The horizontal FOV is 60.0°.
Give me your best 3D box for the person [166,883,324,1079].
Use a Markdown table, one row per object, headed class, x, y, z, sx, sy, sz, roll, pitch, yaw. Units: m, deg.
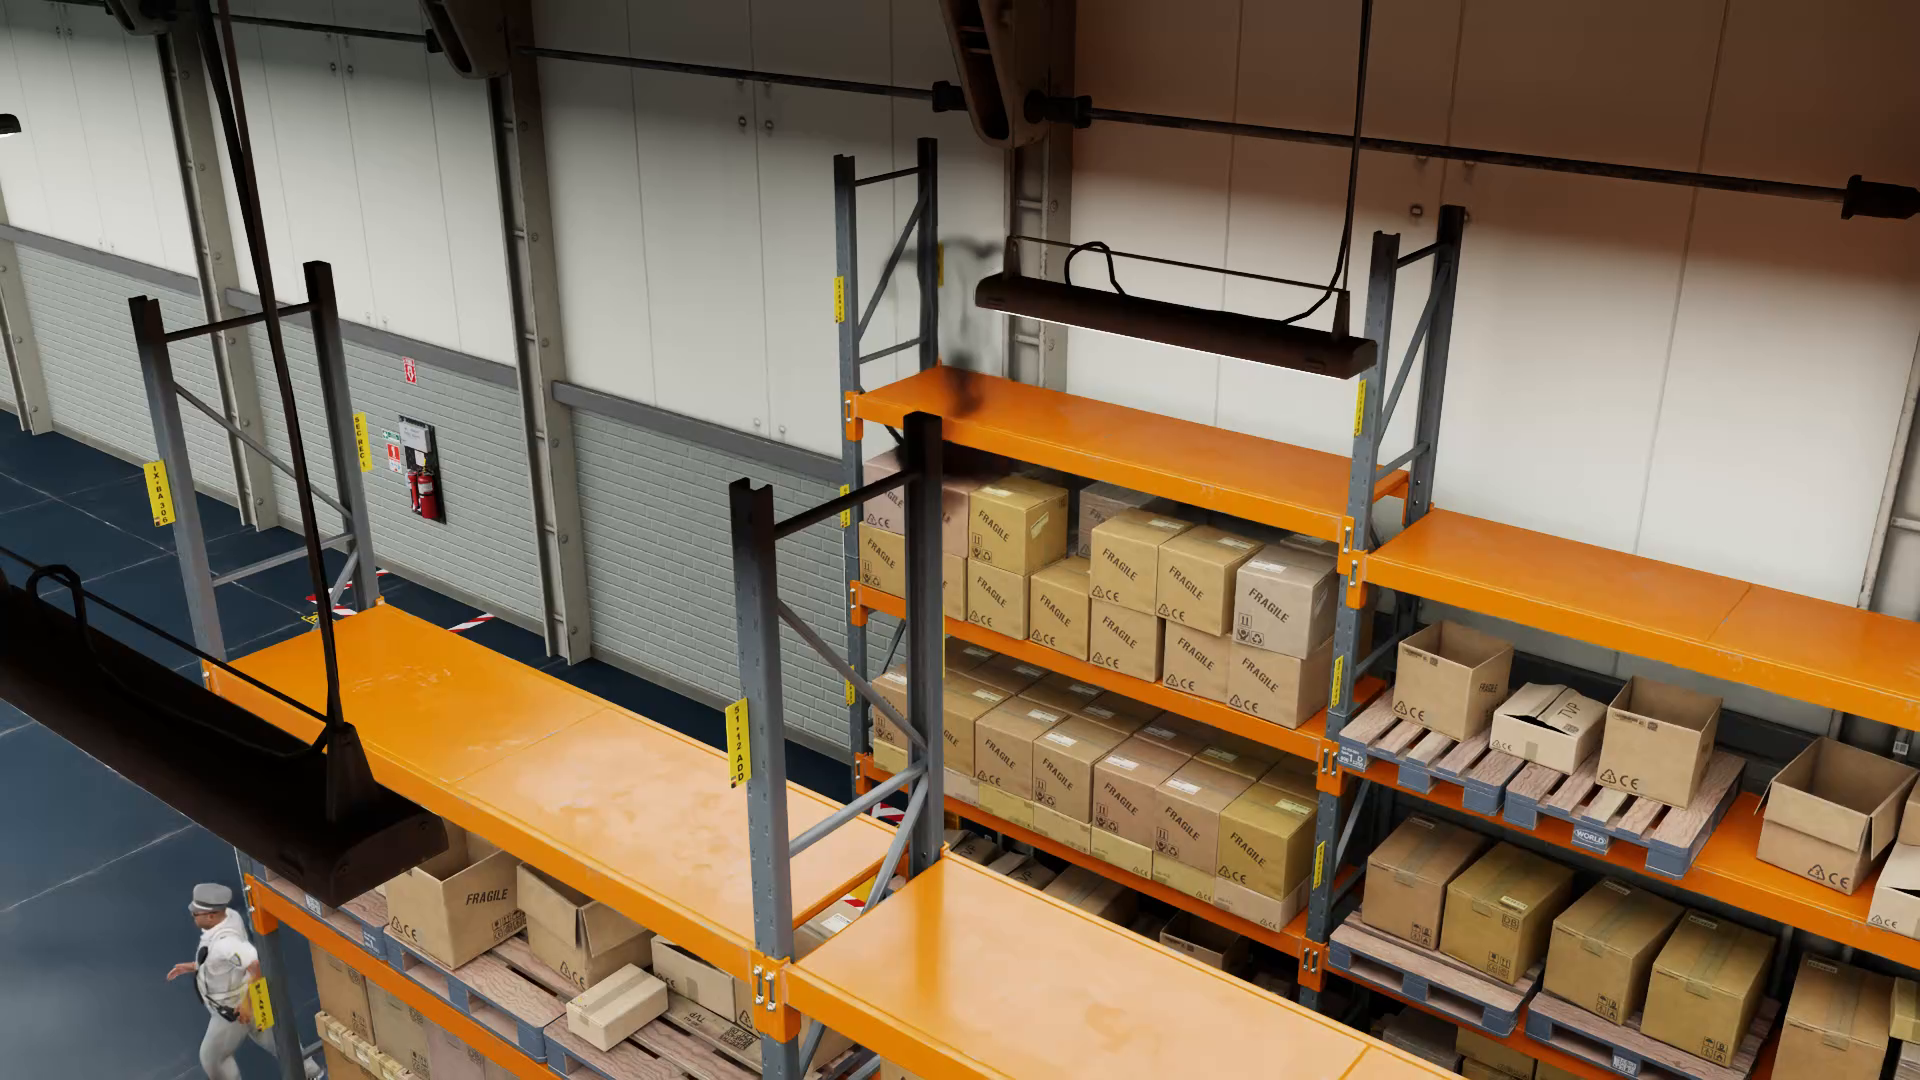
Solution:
| class | x | y | z | sx | sy | sz | roll | pitch | yaw |
| --- | --- | --- | --- | --- | --- | --- | --- | --- | --- |
| person | -4.783 | 3.075 | 11.041 | 0.844 | 1.844 | 0.647 | -5 | 23 | -12 |
